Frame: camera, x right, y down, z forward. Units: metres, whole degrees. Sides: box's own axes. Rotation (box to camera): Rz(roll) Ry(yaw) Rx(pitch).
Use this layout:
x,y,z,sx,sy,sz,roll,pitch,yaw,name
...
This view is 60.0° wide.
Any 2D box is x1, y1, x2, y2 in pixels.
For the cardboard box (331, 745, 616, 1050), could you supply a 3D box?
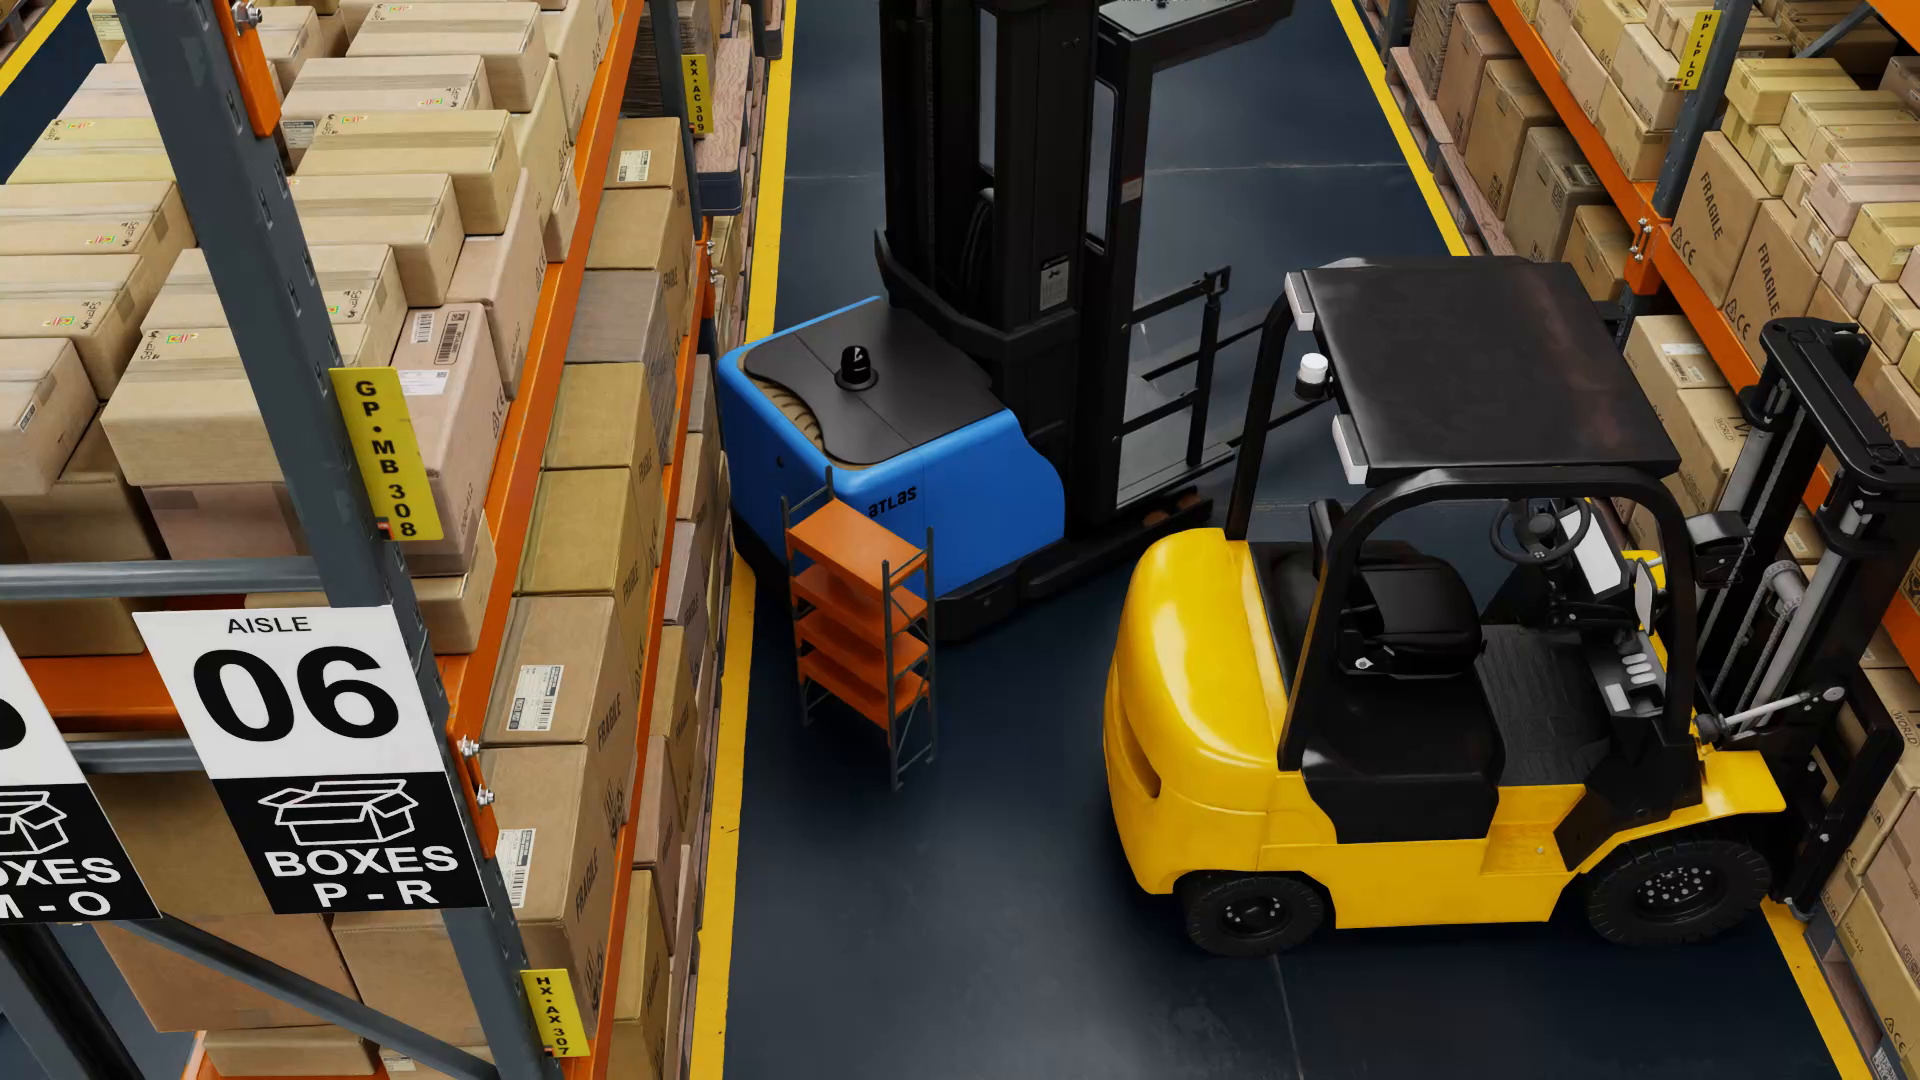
x,y,z,sx,sy,sz,roll,pitch,yaw,name
-1.128,0.848,3.960,0.500,0.500,0.500,-2,43,-2,cardboard box

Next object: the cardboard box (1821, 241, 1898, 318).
x,y,z,sx,sy,sz,roll,pitch,yaw,name
3.152,-0.880,5.586,0.380,0.149,0.250,-2,43,-2,cardboard box

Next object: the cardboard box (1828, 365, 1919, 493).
x,y,z,sx,sy,sz,roll,pitch,yaw,name
3.223,-0.219,5.345,0.500,0.500,0.500,-1,43,-2,cardboard box

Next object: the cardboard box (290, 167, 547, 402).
x,y,z,sx,sy,sz,roll,pitch,yaw,name
-1.152,-0.525,3.423,0.500,0.250,0.500,-2,43,-2,cardboard box

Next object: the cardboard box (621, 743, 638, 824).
x,y,z,sx,sy,sz,roll,pitch,yaw,name
-1.113,0.656,4.650,0.380,0.149,0.250,-1,43,-1,cardboard box

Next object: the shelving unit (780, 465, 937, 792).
x,y,z,sx,sy,sz,roll,pitch,yaw,name
-0.358,0.348,6.132,0.503,1.200,0.258,31,51,29,shelving unit

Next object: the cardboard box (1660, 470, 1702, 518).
x,y,z,sx,sy,sz,roll,pitch,yaw,name
3.139,-0.173,6.723,0.500,0.250,0.500,-2,43,-2,cardboard box

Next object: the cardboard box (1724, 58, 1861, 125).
x,y,z,sx,sy,sz,roll,pitch,yaw,name
3.121,-1.685,6.244,0.380,0.149,0.250,-1,43,-1,cardboard box

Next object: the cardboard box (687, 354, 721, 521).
x,y,z,sx,sy,sz,roll,pitch,yaw,name
-1.262,-0.404,6.789,0.500,0.500,0.500,-2,43,-2,cardboard box

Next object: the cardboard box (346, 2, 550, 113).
x,y,z,sx,sy,sz,roll,pitch,yaw,name
-1.144,-1.085,3.740,0.380,0.149,0.250,-1,43,-1,cardboard box

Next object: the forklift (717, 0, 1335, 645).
x,y,z,sx,sy,sz,roll,pitch,yaw,name
0.517,-1.321,6.672,3.031,2.935,1.130,-25,48,-25,forklift

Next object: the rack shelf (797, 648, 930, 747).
x,y,z,sx,sy,sz,roll,pitch,yaw,name
-0.358,0.544,6.312,0.480,0.148,0.258,31,51,29,rack shelf

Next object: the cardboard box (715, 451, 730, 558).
x,y,z,sx,sy,sz,roll,pitch,yaw,name
-1.262,-0.128,7.043,0.500,0.250,0.500,0,43,0,cardboard box

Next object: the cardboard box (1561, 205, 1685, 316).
x,y,z,sx,sy,sz,roll,pitch,yaw,name
3.370,-1.154,7.886,0.875,0.625,0.625,0,43,0,cardboard box

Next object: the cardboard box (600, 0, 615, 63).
x,y,z,sx,sy,sz,roll,pitch,yaw,name
-1.208,-1.492,4.773,0.380,0.149,0.250,-1,43,-1,cardboard box

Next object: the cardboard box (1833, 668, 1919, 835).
x,y,z,sx,sy,sz,roll,pitch,yaw,name
3.184,0.681,5.421,0.500,0.250,0.500,-1,43,-1,cardboard box

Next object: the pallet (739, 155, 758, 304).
x,y,z,sx,sy,sz,roll,pitch,yaw,name
-1.645,-1.701,9.099,1.003,0.211,1.213,-2,43,-2,pallet

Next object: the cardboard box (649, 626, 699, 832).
x,y,z,sx,sy,sz,roll,pitch,yaw,name
-1.185,0.645,5.646,0.500,0.500,0.500,-1,43,-1,cardboard box

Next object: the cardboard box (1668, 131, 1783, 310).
x,y,z,sx,sy,sz,roll,pitch,yaw,name
3.162,-1.253,6.472,0.500,0.500,0.500,-3,43,-3,cardboard box

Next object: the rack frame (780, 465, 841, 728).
x,y,z,sx,sy,sz,roll,pitch,yaw,name
-0.540,0.238,6.252,0.015,1.200,0.240,31,51,29,rack frame

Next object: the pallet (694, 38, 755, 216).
x,y,z,sx,sy,sz,roll,pitch,yaw,name
-1.442,-1.827,7.315,1.003,0.211,1.213,-2,43,-2,pallet

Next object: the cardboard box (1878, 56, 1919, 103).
x,y,z,sx,sy,sz,roll,pitch,yaw,name
3.719,-1.702,6.262,0.380,0.149,0.250,-2,43,-2,cardboard box

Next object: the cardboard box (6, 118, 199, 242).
x,y,z,sx,sy,sz,roll,pitch,yaw,name
-1.656,-0.724,3.346,0.380,0.149,0.250,-1,43,-2,cardboard box

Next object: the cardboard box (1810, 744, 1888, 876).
x,y,z,sx,sy,sz,roll,pitch,yaw,name
3.187,0.846,5.611,0.500,0.250,0.500,-3,43,-3,cardboard box

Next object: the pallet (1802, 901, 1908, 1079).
x,y,z,sx,sy,sz,roll,pitch,yaw,name
3.499,1.690,5.399,1.003,0.211,1.213,-2,43,-2,pallet

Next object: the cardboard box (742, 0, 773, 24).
x,y,z,sx,sy,sz,roll,pitch,yaw,name
-1.672,-3.918,10.716,0.875,0.875,0.875,-2,43,-2,cardboard box

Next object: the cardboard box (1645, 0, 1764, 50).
x,y,z,sx,sy,sz,roll,pitch,yaw,name
3.138,-2.197,7.022,0.380,0.149,0.250,-2,43,-2,cardboard box

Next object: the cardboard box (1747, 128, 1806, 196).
x,y,z,sx,sy,sz,roll,pitch,yaw,name
3.167,-1.401,6.154,0.380,0.149,0.250,-1,43,-1,cardboard box

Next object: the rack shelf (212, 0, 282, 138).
x,y,z,sx,sy,sz,roll,pitch,yaw,name
-1.470,-1.973,3.427,1.077,0.370,4.000,-2,43,-2,rack shelf

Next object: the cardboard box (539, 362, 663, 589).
x,y,z,sx,sy,sz,roll,pitch,yaw,name
-1.206,-0.188,5.091,0.500,0.500,0.500,-2,43,-3,cardboard box

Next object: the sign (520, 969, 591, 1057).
x,y,z,sx,sy,sz,roll,pitch,yaw,name
-0.843,0.988,3.461,0.100,0.325,0.005,-2,43,-2,sign

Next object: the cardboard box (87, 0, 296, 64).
x,y,z,sx,sy,sz,roll,pitch,yaw,name
-1.793,-1.239,3.907,0.380,0.149,0.250,-1,43,-1,cardboard box

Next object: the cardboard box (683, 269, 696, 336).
x,y,z,sx,sy,sz,roll,pitch,yaw,name
-1.220,-0.909,6.357,0.380,0.149,0.250,-1,43,-1,cardboard box

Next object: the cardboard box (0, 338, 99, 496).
x,y,z,sx,sy,sz,roll,pitch,yaw,name
-1.695,-0.204,2.779,0.380,0.149,0.250,-1,43,-1,cardboard box

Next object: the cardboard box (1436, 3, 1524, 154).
x,y,z,sx,sy,sz,roll,pitch,yaw,name
3.282,-2.640,9.507,0.875,0.625,0.625,0,43,0,cardboard box

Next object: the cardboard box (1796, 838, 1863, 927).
x,y,z,sx,sy,sz,roll,pitch,yaw,name
3.214,1.054,5.754,0.500,0.250,0.500,-1,43,-1,cardboard box

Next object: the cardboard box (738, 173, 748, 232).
x,y,z,sx,sy,sz,roll,pitch,yaw,name
-1.645,-1.873,8.857,0.950,0.372,0.625,0,43,0,cardboard box

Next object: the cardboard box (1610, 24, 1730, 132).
x,y,z,sx,sy,sz,roll,pitch,yaw,name
3.127,-1.976,7.076,0.500,0.250,0.500,-2,43,-3,cardboard box

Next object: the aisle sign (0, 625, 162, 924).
x,y,z,sx,sy,sz,roll,pitch,yaw,name
-1.673,0.414,2.804,0.394,0.787,0.004,-2,43,-2,aisle sign

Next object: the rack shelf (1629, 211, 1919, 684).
x,y,z,sx,sy,sz,roll,pitch,yaw,name
3.489,0.093,5.611,1.077,0.370,4.000,-2,43,-2,rack shelf

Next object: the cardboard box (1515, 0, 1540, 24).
x,y,z,sx,sy,sz,roll,pitch,yaw,name
3.074,-2.824,8.372,0.500,0.250,0.500,0,43,0,cardboard box

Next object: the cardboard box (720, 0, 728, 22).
x,y,z,sx,sy,sz,roll,pitch,yaw,name
-1.318,-2.676,7.494,0.500,0.500,0.500,-2,43,-2,cardboard box

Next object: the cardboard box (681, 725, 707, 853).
x,y,z,sx,sy,sz,roll,pitch,yaw,name
-1.193,0.916,5.905,0.500,0.250,0.500,1,43,1,cardboard box

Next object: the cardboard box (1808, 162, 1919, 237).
x,y,z,sx,sy,sz,roll,pitch,yaw,name
3.150,-1.162,5.673,0.380,0.149,0.250,-1,43,-1,cardboard box

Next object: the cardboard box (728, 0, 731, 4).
x,y,z,sx,sy,sz,roll,pitch,yaw,name
-1.291,-2.703,8.004,0.380,0.149,0.250,0,43,0,cardboard box

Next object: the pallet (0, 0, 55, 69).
x,y,z,sx,sy,sz,roll,pitch,yaw,name
-6.698,-3.368,10.917,1.003,0.211,1.213,-2,43,-2,pallet

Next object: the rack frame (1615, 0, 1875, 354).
x,y,z,sx,sy,sz,roll,pitch,yaw,name
3.404,-1.523,6.841,1.000,3.000,0.127,-2,43,-2,rack frame

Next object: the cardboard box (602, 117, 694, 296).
x,y,z,sx,sy,sz,roll,pitch,yaw,name
-1.288,-1.231,6.229,0.500,0.500,0.500,-3,43,-3,cardboard box

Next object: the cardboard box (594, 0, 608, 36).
x,y,z,sx,sy,sz,roll,pitch,yaw,name
-1.238,-1.562,4.555,0.500,0.250,0.500,-2,43,-2,cardboard box

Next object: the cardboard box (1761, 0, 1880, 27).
x,y,z,sx,sy,sz,roll,pitch,yaw,name
3.644,-2.225,7.053,0.380,0.149,0.250,-3,43,-3,cardboard box

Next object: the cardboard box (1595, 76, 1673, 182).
x,y,z,sx,sy,sz,roll,pitch,yaw,name
3.121,-1.800,7.255,0.500,0.250,0.500,-1,43,-1,cardboard box

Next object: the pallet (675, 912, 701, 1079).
x,y,z,sx,sy,sz,roll,pitch,yaw,name
-1.388,1.750,5.335,1.003,0.211,1.213,-2,43,-2,pallet

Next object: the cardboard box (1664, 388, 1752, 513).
x,y,z,sx,sy,sz,roll,pitch,yaw,name
3.122,-0.351,6.547,0.500,0.250,0.500,-2,43,-2,cardboard box

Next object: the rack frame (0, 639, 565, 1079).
x,y,z,sx,sy,sz,roll,pitch,yaw,name
-1.385,1.323,3.737,1.000,3.000,0.127,-2,43,-2,rack frame

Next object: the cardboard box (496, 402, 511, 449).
x,y,z,sx,sy,sz,roll,pitch,yaw,name
-1.153,-0.278,3.449,0.380,0.149,0.250,-1,43,-1,cardboard box

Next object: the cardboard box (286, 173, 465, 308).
x,y,z,sx,sy,sz,roll,pitch,yaw,name
-1.172,-0.571,3.178,0.380,0.149,0.250,-2,43,-2,cardboard box

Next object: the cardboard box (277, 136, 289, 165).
x,y,z,sx,sy,sz,roll,pitch,yaw,name
-1.723,-0.865,3.794,0.500,0.250,0.500,-1,43,-1,cardboard box

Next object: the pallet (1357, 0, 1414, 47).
x,y,z,sx,sy,sz,roll,pitch,yaw,name
3.240,-3.700,11.280,1.003,0.211,1.213,-2,43,-2,pallet
